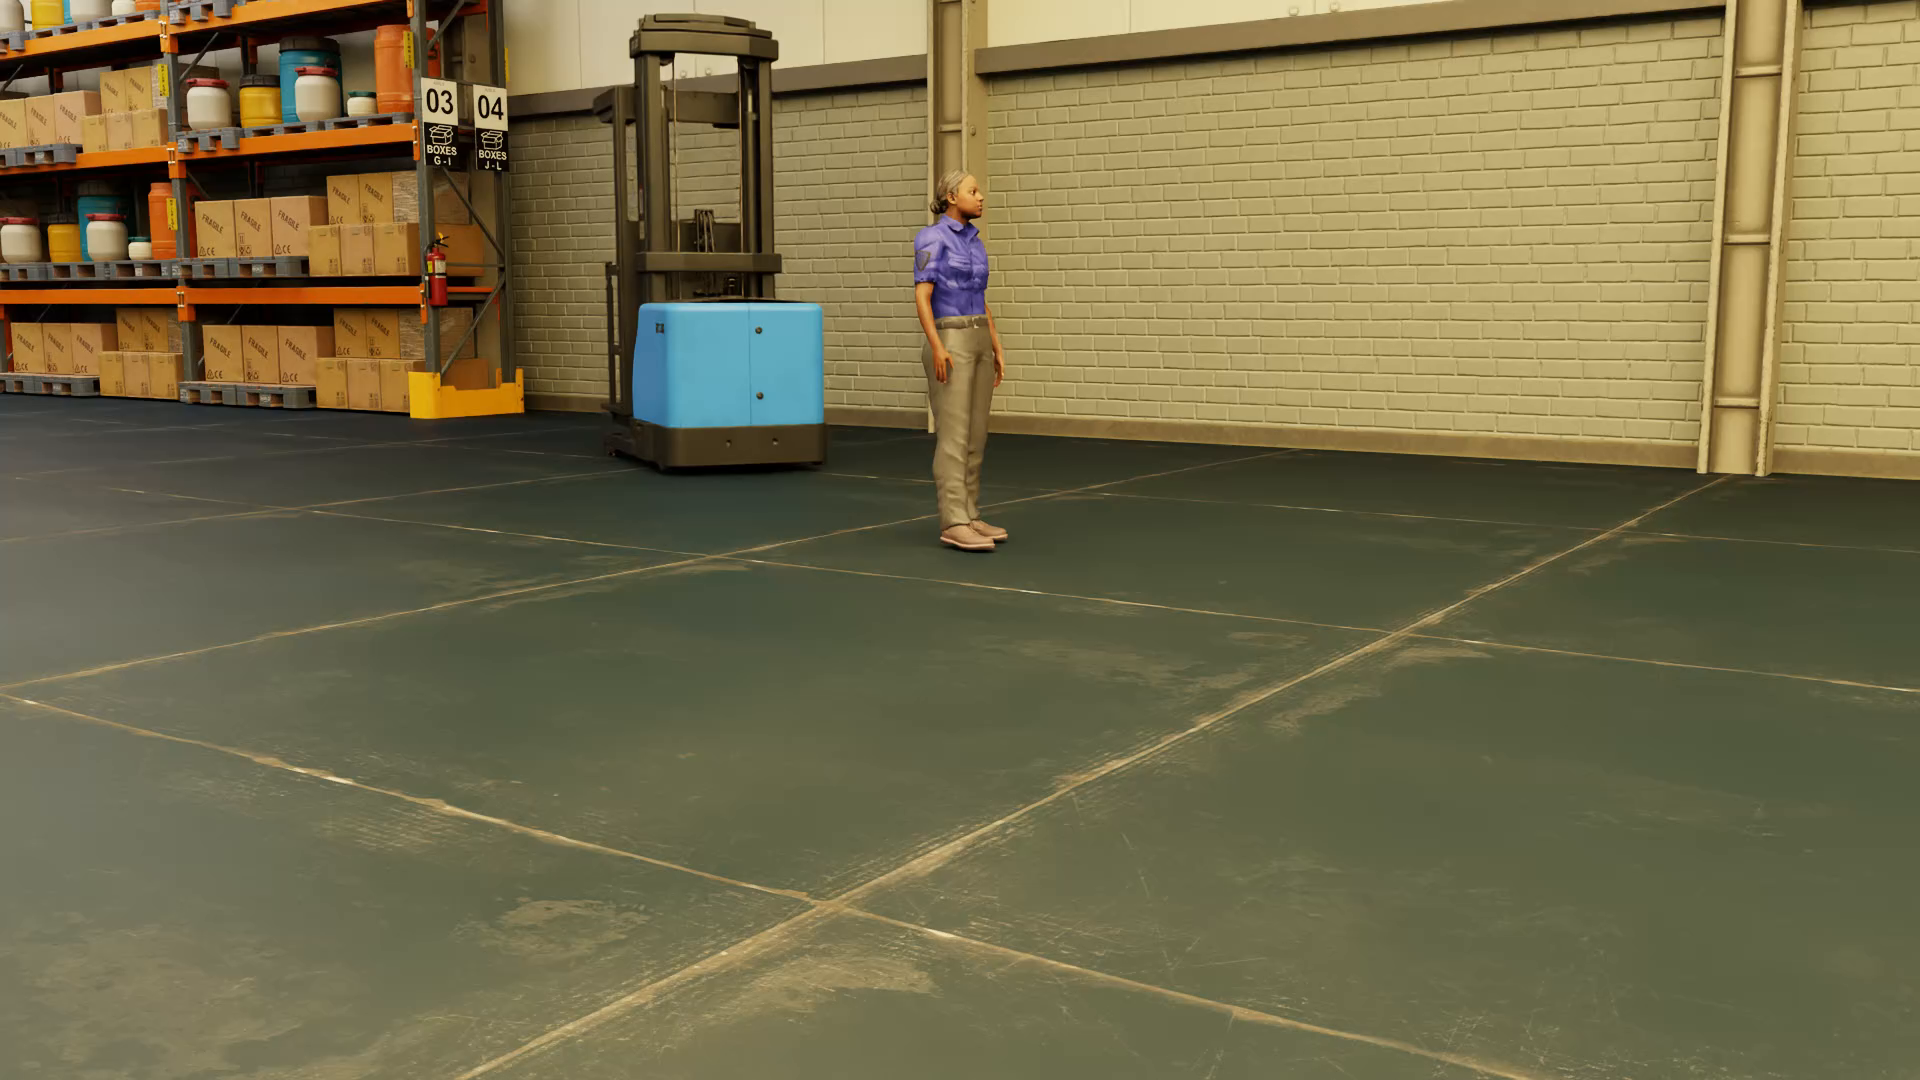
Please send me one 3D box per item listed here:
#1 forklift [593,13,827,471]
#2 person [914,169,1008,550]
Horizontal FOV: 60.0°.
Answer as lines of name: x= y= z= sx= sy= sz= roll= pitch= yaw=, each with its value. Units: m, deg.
forklift: x=-1.909 y=-2.052 z=11.624 sx=1.130 sy=2.935 sz=3.031 roll=-4 pitch=9 yaw=-23
person: x=0.062 y=-0.817 z=7.421 sx=0.503 sy=1.656 sz=0.569 roll=5 pitch=10 yaw=34
